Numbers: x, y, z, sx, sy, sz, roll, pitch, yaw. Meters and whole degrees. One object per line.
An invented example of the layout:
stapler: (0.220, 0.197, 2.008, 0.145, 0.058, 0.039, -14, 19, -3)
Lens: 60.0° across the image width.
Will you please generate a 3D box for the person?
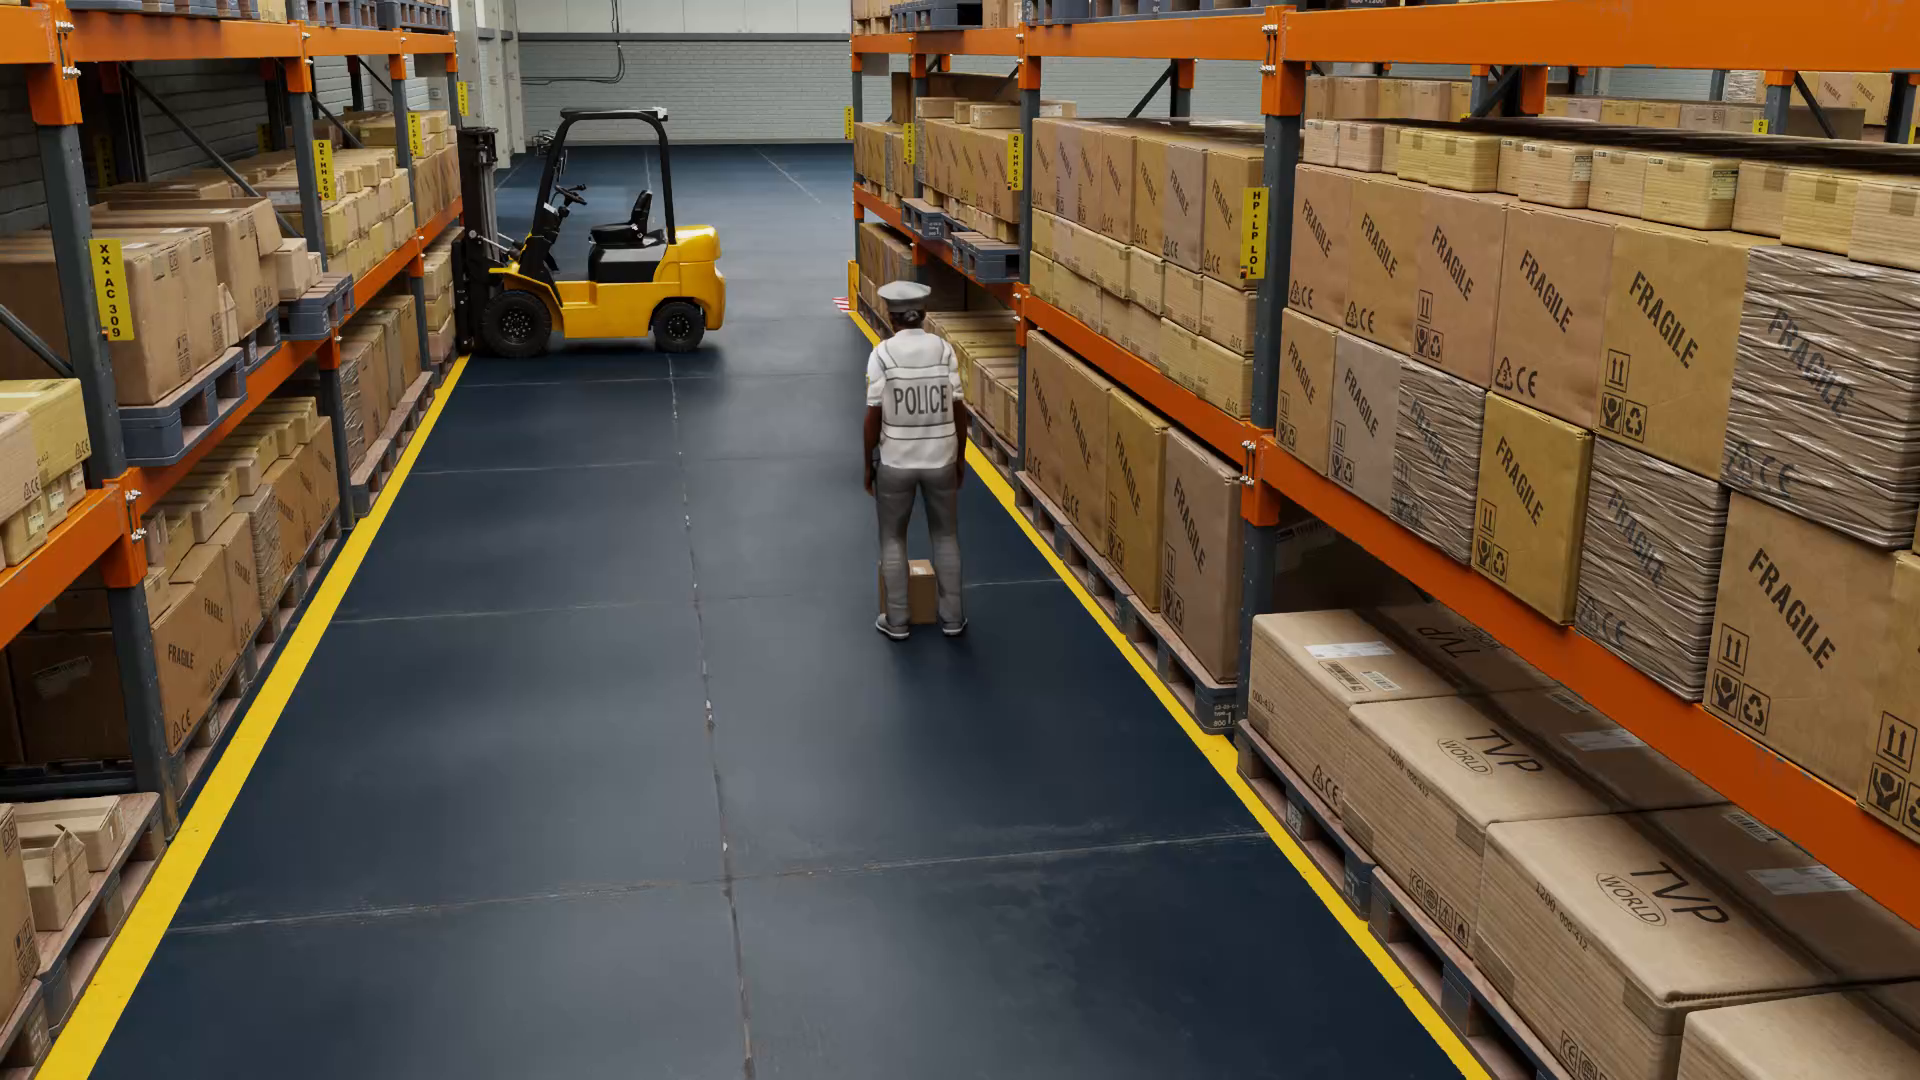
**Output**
person: (-0.200, -0.353, 7.736, 0.518, 1.656, 0.396, -4, 17, -13)
